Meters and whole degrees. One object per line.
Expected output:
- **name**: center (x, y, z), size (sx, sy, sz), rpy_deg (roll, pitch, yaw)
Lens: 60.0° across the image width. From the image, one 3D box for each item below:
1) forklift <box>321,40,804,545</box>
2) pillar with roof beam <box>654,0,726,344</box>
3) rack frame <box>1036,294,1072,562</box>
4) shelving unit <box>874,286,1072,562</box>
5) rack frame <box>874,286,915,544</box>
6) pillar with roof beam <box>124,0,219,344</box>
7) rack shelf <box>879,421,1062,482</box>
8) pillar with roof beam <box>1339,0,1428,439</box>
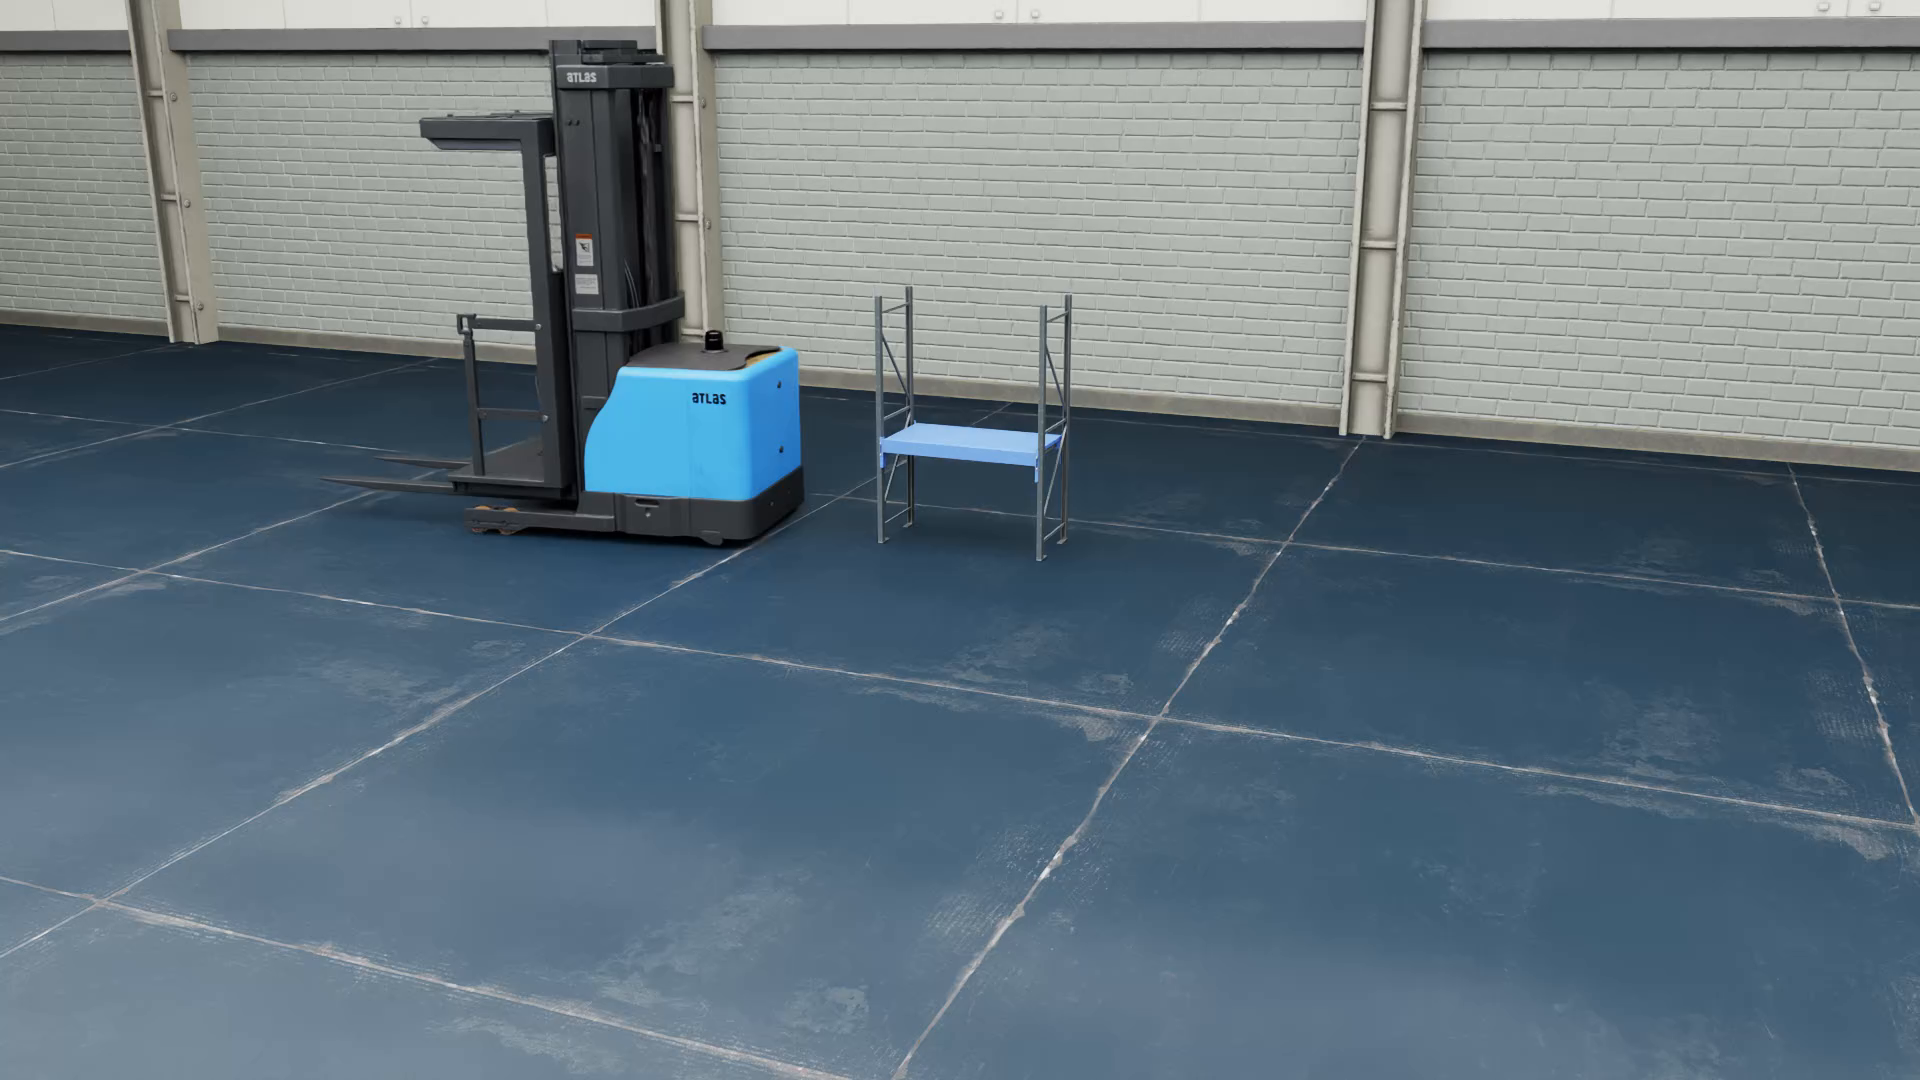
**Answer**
- **forklift**: center (-2.585, -1.577, 10.349), size (3.031, 2.935, 1.130), rpy_deg (4, 17, 14)
- **pillar with roof beam**: center (-3.956, -4.663, 10.095), size (0.400, 9.000, 9.100), rpy_deg (6, 17, 21)
- **rack frame**: center (0.552, -0.660, 9.755), size (0.032, 1.500, 0.500), rpy_deg (6, 17, 21)
- **shelving unit**: center (0.079, -0.712, 9.934), size (1.048, 1.500, 0.538), rpy_deg (6, 17, 21)
- **rack frame**: center (-0.394, -0.764, 10.114), size (0.032, 1.500, 0.500), rpy_deg (6, 17, 21)
- **pillar with roof beam**: center (-9.537, -5.277, 12.209), size (0.400, 9.000, 9.100), rpy_deg (6, 17, 21)
- **rack shelf**: center (0.079, -0.539, 9.985), size (1.000, 0.185, 0.538), rpy_deg (6, 17, 21)
- **pillar with roof beam**: center (1.626, -4.049, 7.981), size (0.400, 9.000, 9.100), rpy_deg (6, 17, 21)
